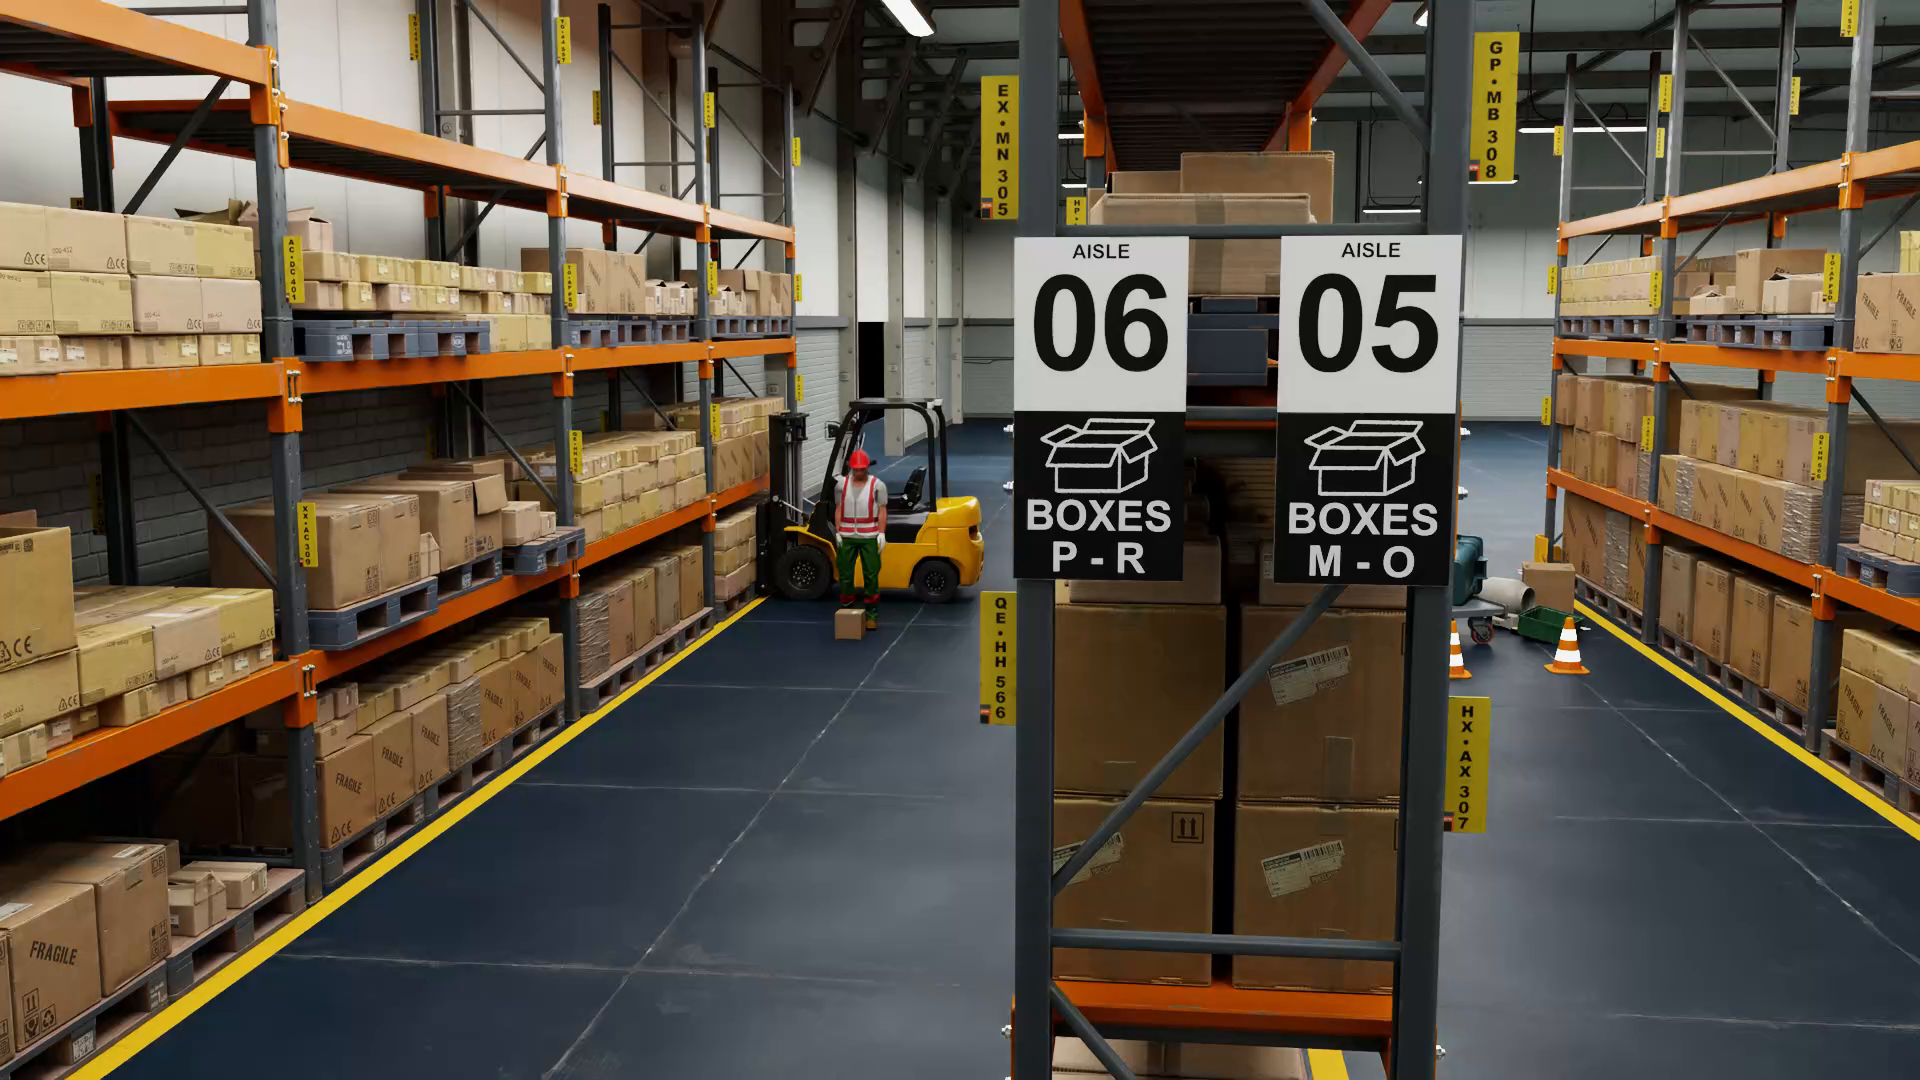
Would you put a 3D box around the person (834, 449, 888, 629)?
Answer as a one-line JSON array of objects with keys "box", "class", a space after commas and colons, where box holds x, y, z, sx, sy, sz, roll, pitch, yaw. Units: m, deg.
[{"box": [-0.978, -0.007, 16.315, 0.531, 1.770, 0.377, 1, 8, 7], "class": "person"}]
